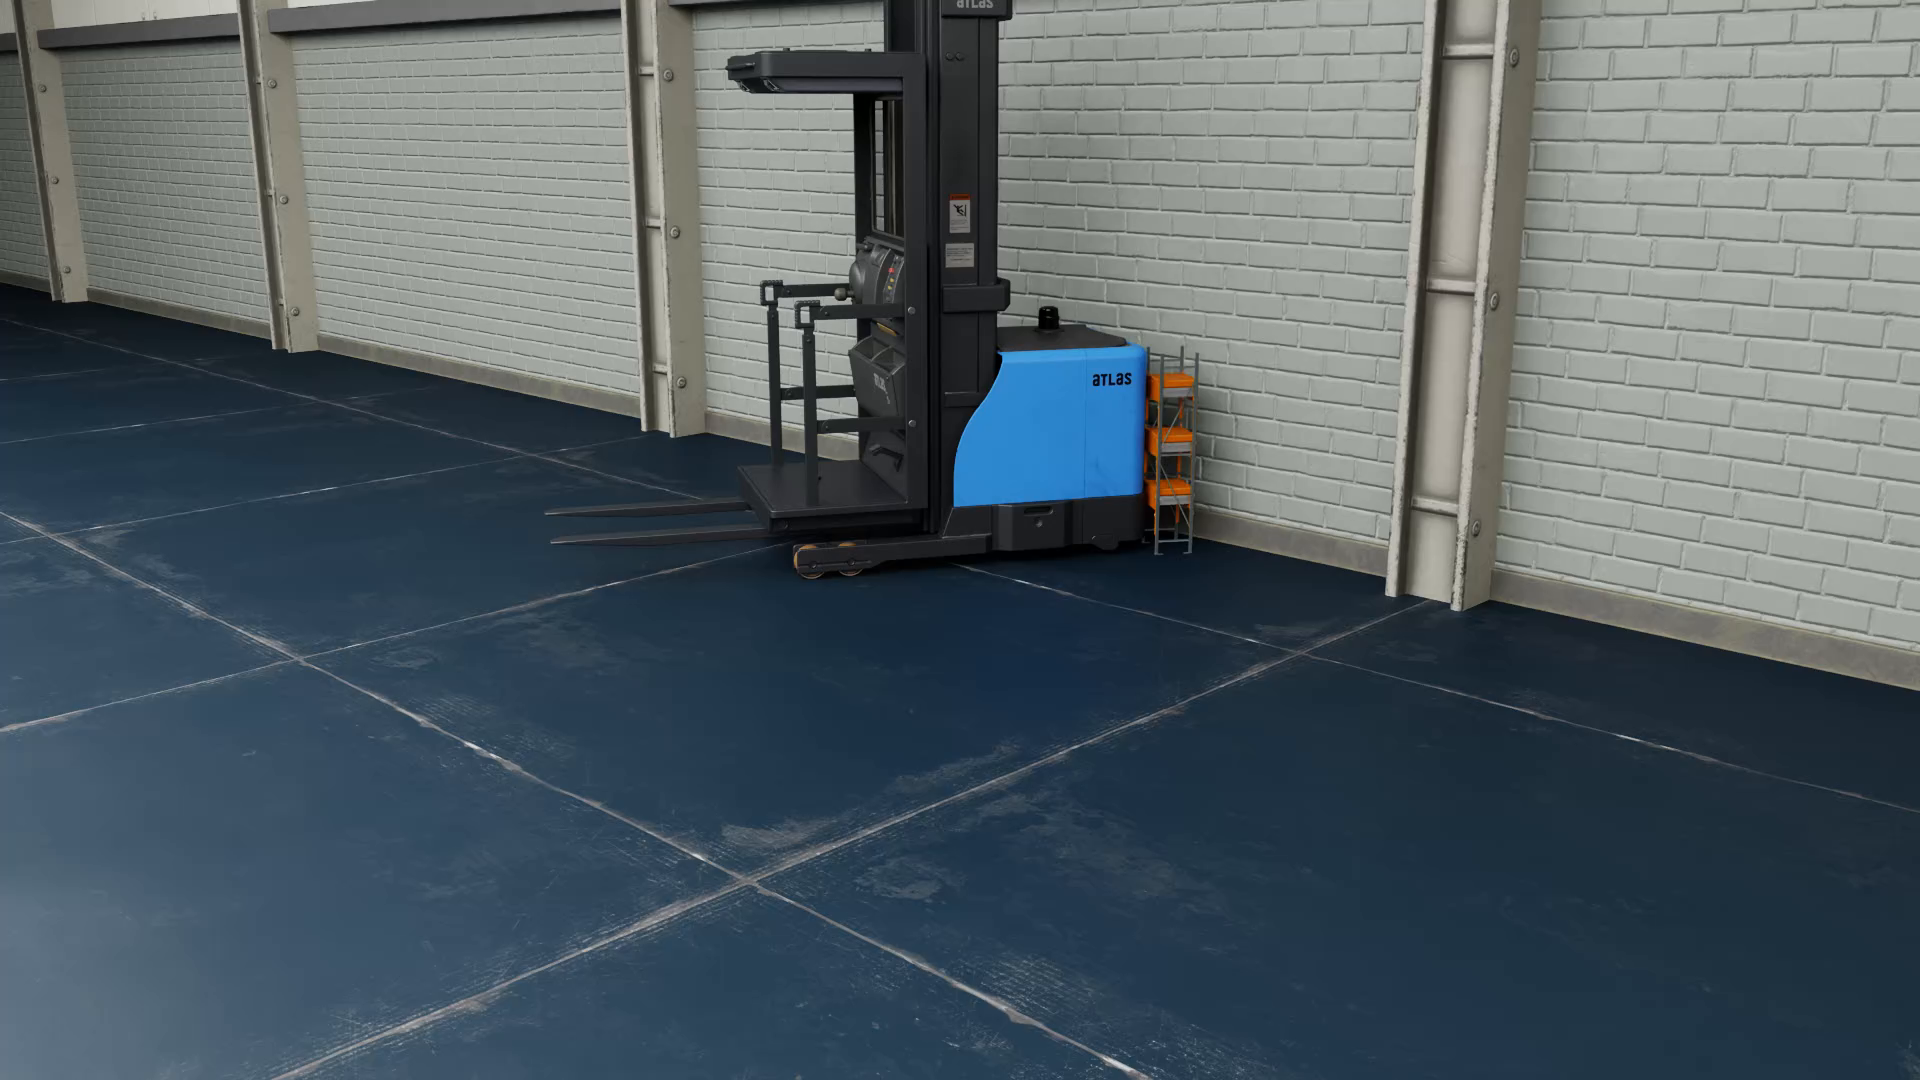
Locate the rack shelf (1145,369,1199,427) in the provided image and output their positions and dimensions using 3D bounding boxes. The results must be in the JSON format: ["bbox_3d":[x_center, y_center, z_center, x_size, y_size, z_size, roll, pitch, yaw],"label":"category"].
[{"bbox_3d":[1.087,-0.729,8.565,0.215,0.259,0.240,-3,15,-10],"label":"rack shelf"}]

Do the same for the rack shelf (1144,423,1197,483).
[{"bbox_3d":[1.087,-0.455,8.636,0.215,0.259,0.240,-3,15,-10],"label":"rack shelf"}]

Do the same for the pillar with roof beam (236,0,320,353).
[{"bbox_3d":[-9.353,-5.406,11.832,0.400,9.000,9.100,14,20,42],"label":"pillar with roof beam"}]

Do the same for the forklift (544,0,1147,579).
[{"bbox_3d":[-0.605,-1.374,8.394,3.031,2.935,1.130,-4,15,-16],"label":"forklift"}]

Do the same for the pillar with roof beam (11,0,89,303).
[{"bbox_3d":[-13.672,-6.456,15.862,0.400,9.000,9.100,14,20,42],"label":"pillar with roof beam"}]

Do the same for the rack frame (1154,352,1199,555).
[{"bbox_3d":[1.109,-0.435,8.518,0.200,1.050,0.008,-3,15,-10],"label":"rack frame"}]

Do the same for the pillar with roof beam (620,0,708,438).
[{"bbox_3d":[-5.033,-4.356,7.802,0.400,9.000,9.100,14,20,42],"label":"pillar with roof beam"}]

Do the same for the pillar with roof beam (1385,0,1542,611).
[{"bbox_3d":[-0.714,-3.306,3.772,0.400,9.000,9.100,14,20,42],"label":"pillar with roof beam"}]

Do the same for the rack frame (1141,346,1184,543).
[{"bbox_3d":[1.065,-0.495,8.750,0.200,1.050,0.008,-3,15,-10],"label":"rack frame"}]

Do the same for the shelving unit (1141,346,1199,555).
[{"bbox_3d":[1.087,-0.465,8.634,0.215,1.050,0.252,-3,15,-10],"label":"shelving unit"}]

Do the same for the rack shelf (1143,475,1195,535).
[{"bbox_3d":[1.087,-0.186,8.706,0.215,0.259,0.240,-3,15,-10],"label":"rack shelf"}]
